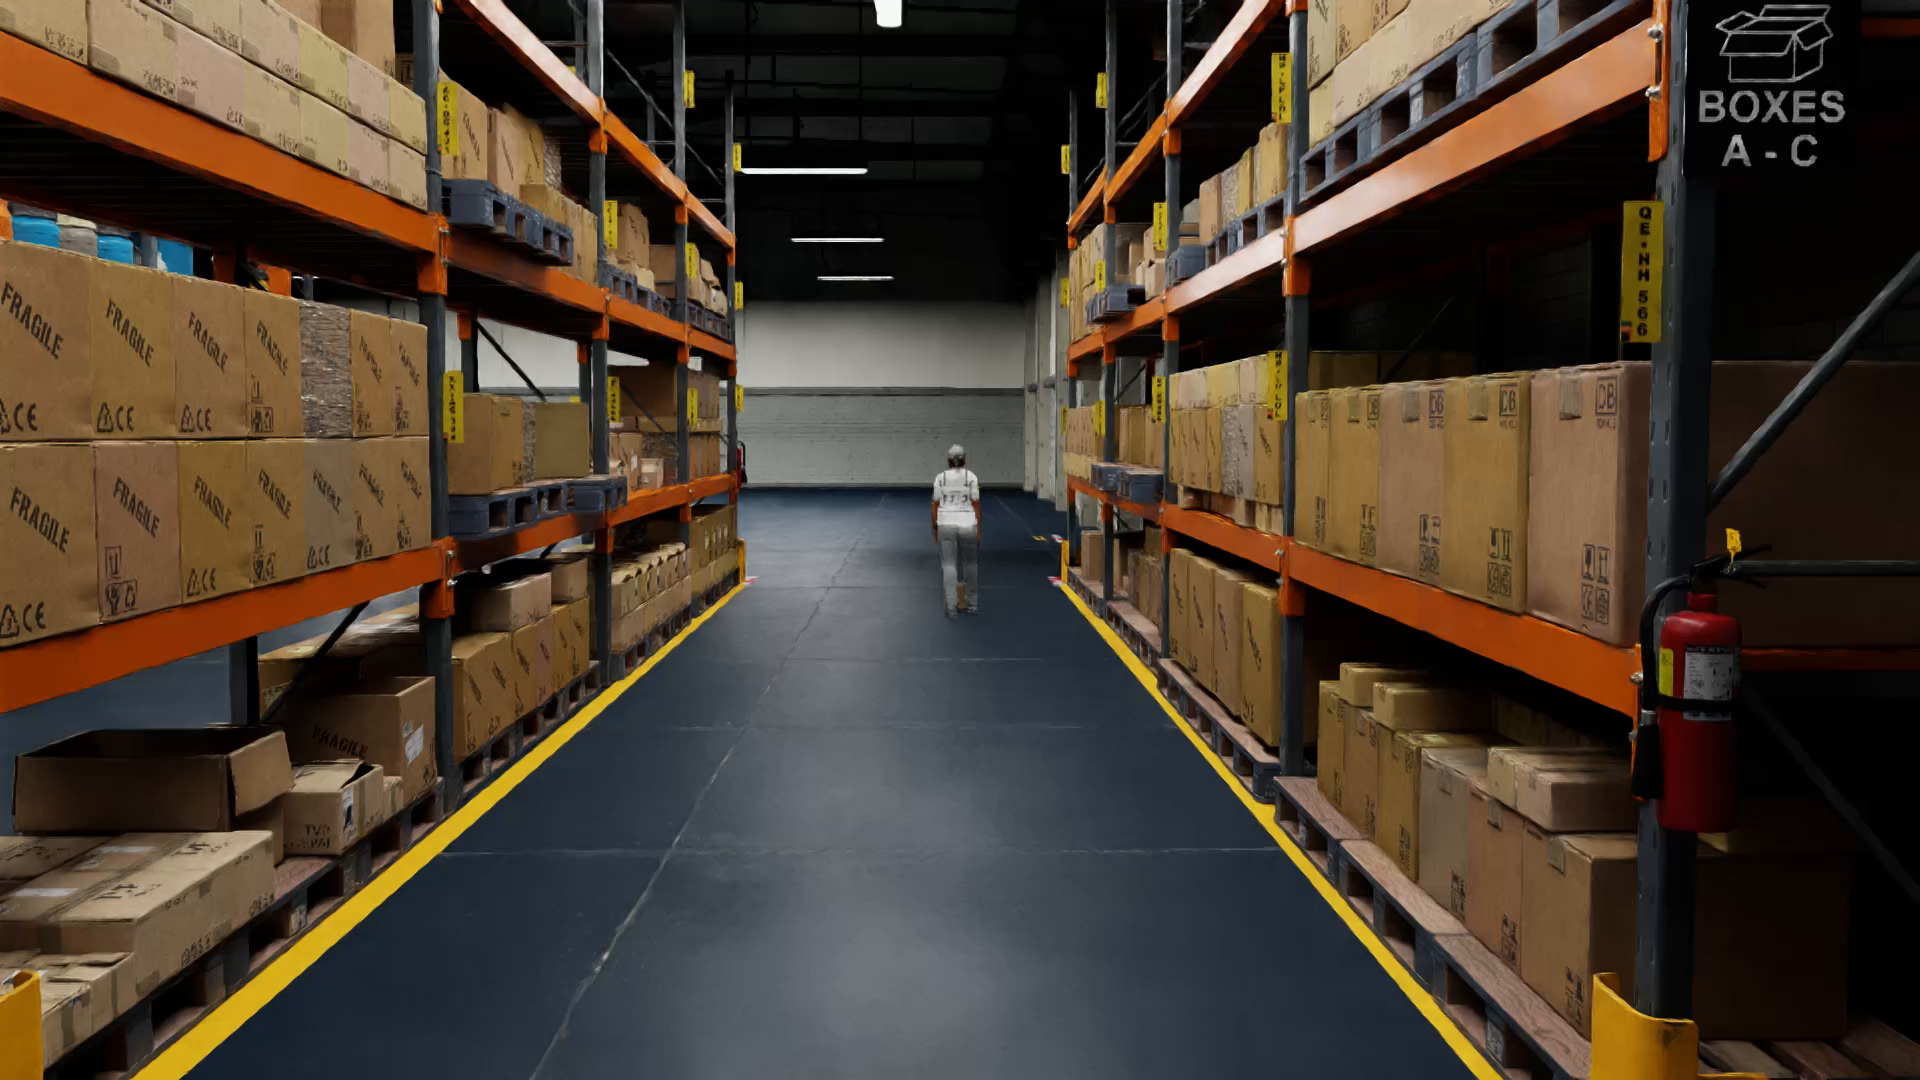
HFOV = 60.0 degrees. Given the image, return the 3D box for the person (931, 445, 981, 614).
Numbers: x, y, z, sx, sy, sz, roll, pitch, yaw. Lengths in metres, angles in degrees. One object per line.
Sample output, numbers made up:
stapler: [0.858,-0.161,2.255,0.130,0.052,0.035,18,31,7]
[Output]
person: [-0.034,-0.107,16.363,0.475,1.655,0.666,0,4,-3]
